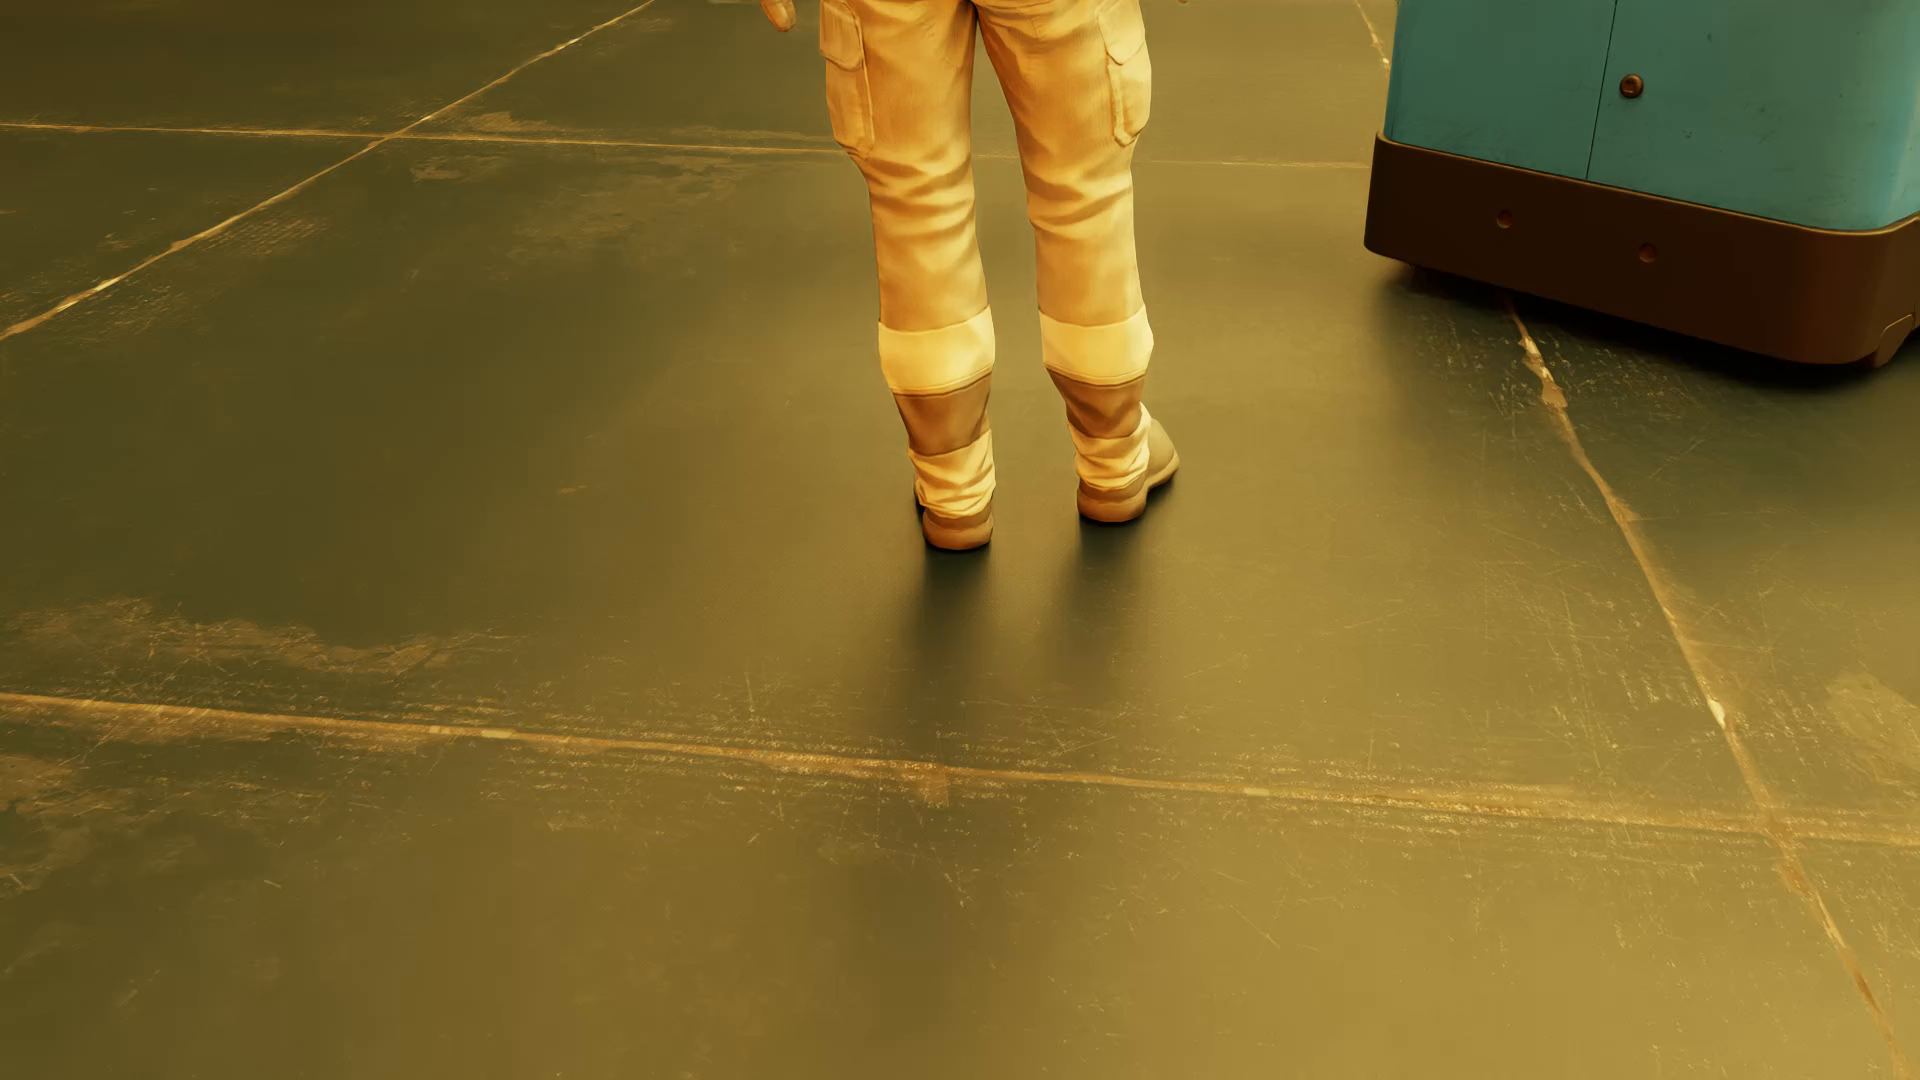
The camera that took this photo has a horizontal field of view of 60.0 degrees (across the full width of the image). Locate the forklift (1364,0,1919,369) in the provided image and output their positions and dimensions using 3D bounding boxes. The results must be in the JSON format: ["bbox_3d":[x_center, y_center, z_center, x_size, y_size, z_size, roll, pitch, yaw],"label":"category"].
[{"bbox_3d":[2.313,-2.164,3.555,3.031,2.935,1.130,-22,34,-37],"label":"forklift"}]

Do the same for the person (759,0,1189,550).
[{"bbox_3d":[0.022,-0.842,2.167,0.638,1.787,0.564,3,27,7],"label":"person"}]
